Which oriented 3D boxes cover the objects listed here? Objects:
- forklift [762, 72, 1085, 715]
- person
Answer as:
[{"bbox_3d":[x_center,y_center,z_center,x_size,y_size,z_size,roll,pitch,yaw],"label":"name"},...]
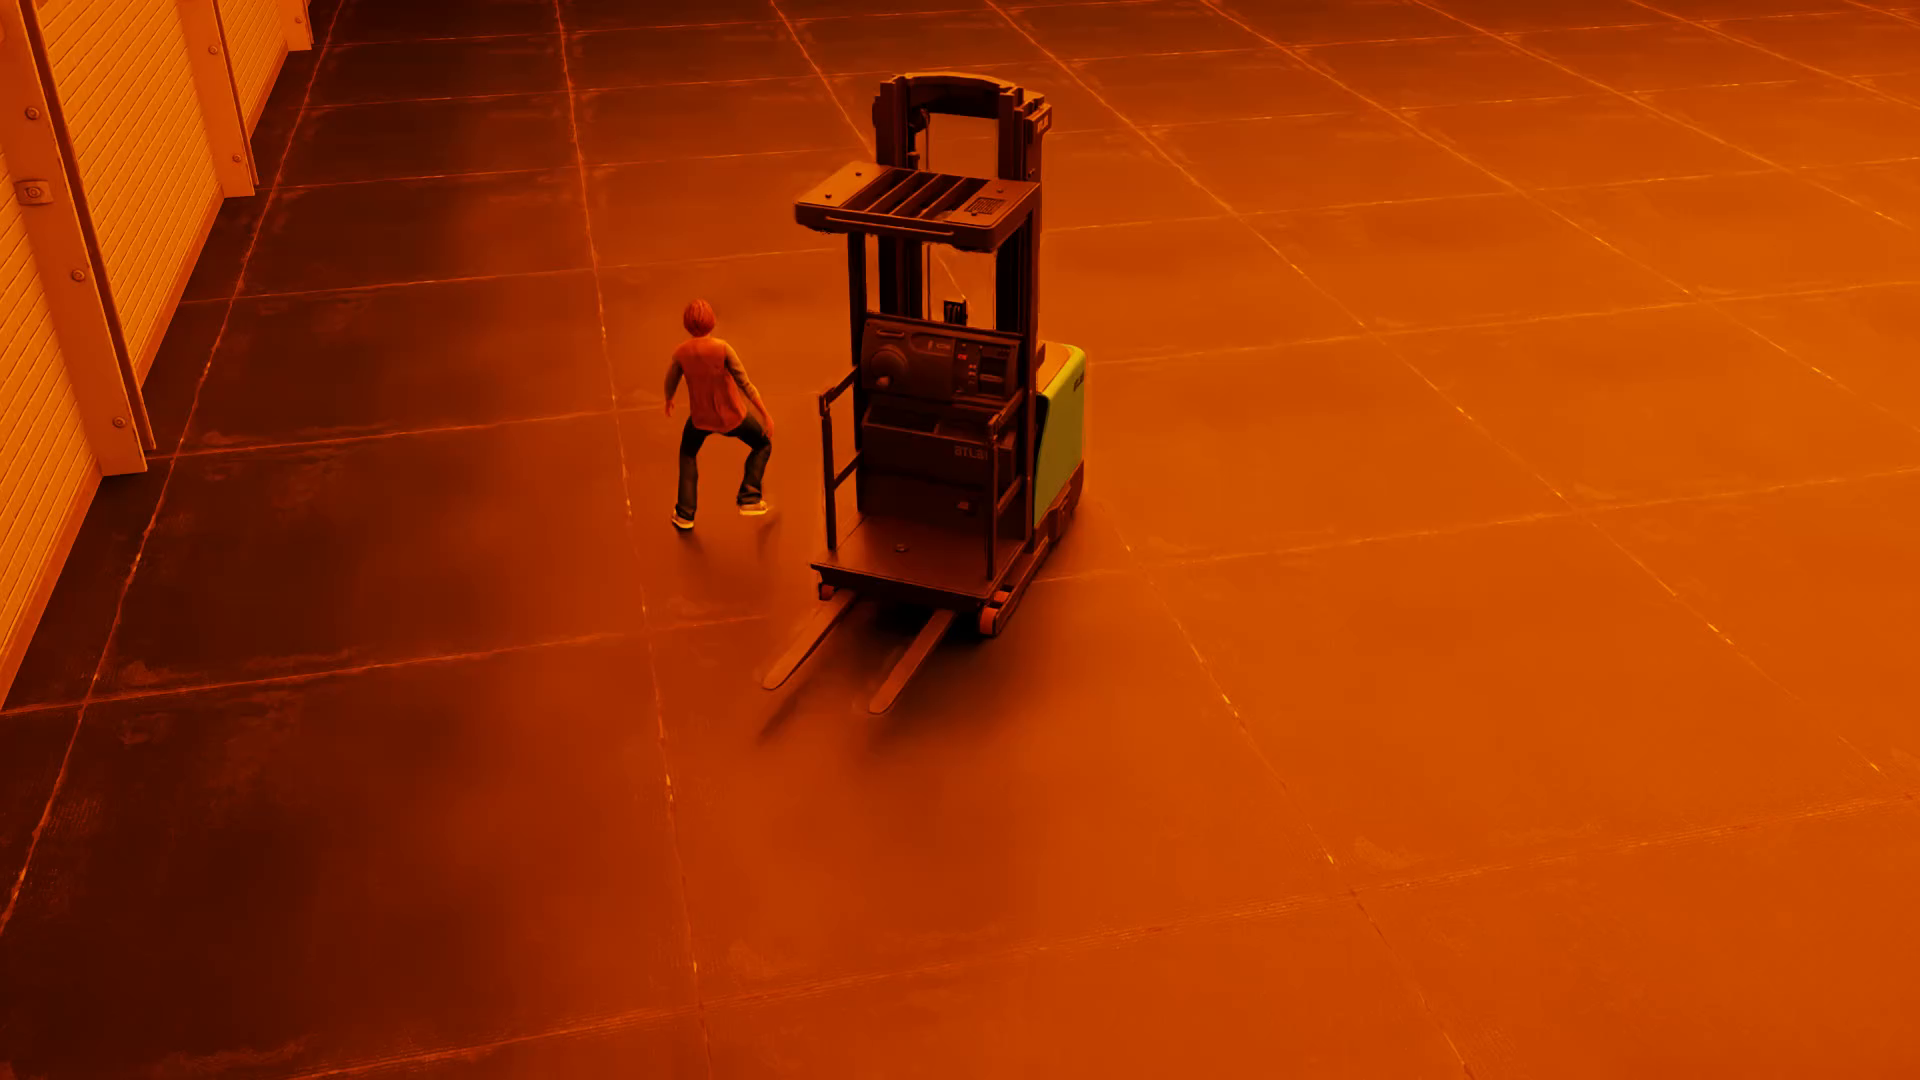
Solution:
[{"bbox_3d":[-0.192,-0.951,9.218,1.130,2.935,3.031,11,32,18],"label":"forklift"},{"bbox_3d":[-1.515,-0.792,10.386,0.775,1.506,0.486,7,31,13],"label":"person"}]
